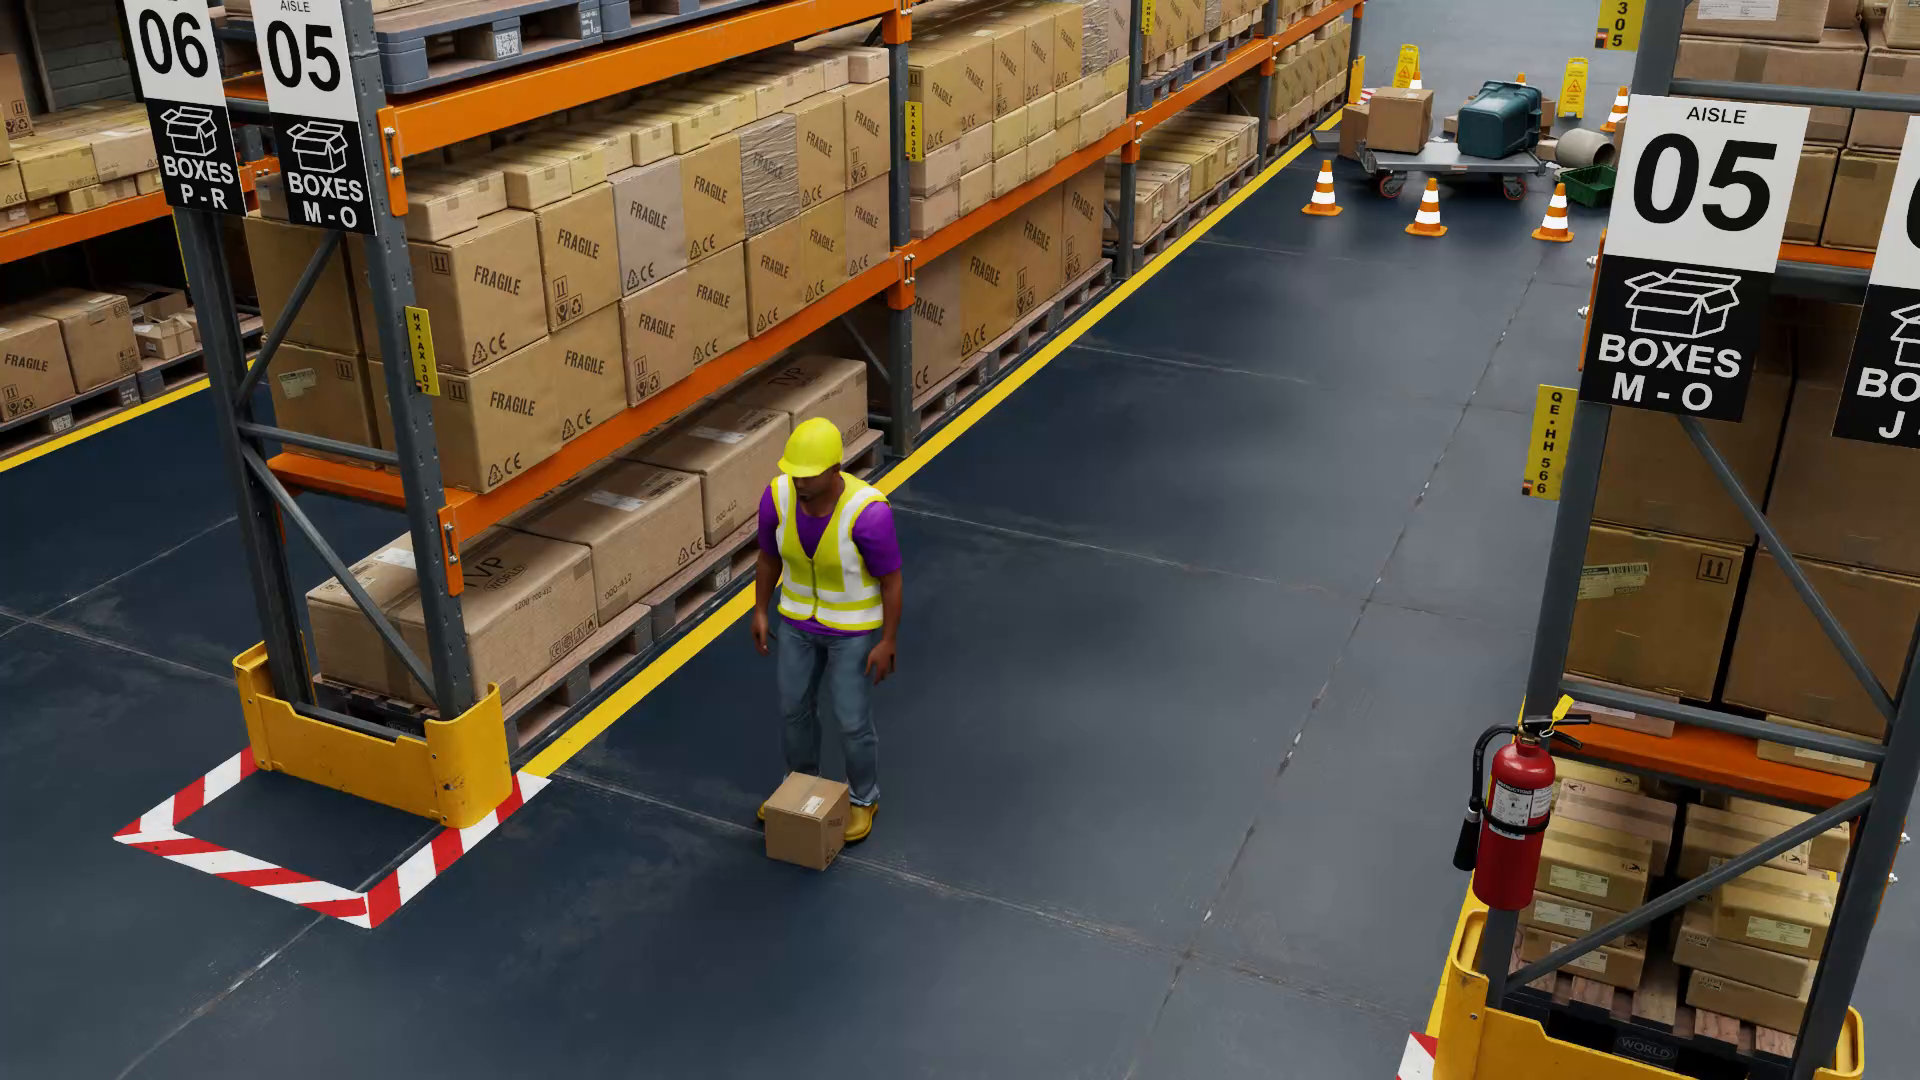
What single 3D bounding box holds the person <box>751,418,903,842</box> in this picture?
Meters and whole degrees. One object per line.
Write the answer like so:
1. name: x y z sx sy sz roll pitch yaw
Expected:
1. person: -0.520 0.335 6.404 0.626 1.761 0.458 11 28 22
